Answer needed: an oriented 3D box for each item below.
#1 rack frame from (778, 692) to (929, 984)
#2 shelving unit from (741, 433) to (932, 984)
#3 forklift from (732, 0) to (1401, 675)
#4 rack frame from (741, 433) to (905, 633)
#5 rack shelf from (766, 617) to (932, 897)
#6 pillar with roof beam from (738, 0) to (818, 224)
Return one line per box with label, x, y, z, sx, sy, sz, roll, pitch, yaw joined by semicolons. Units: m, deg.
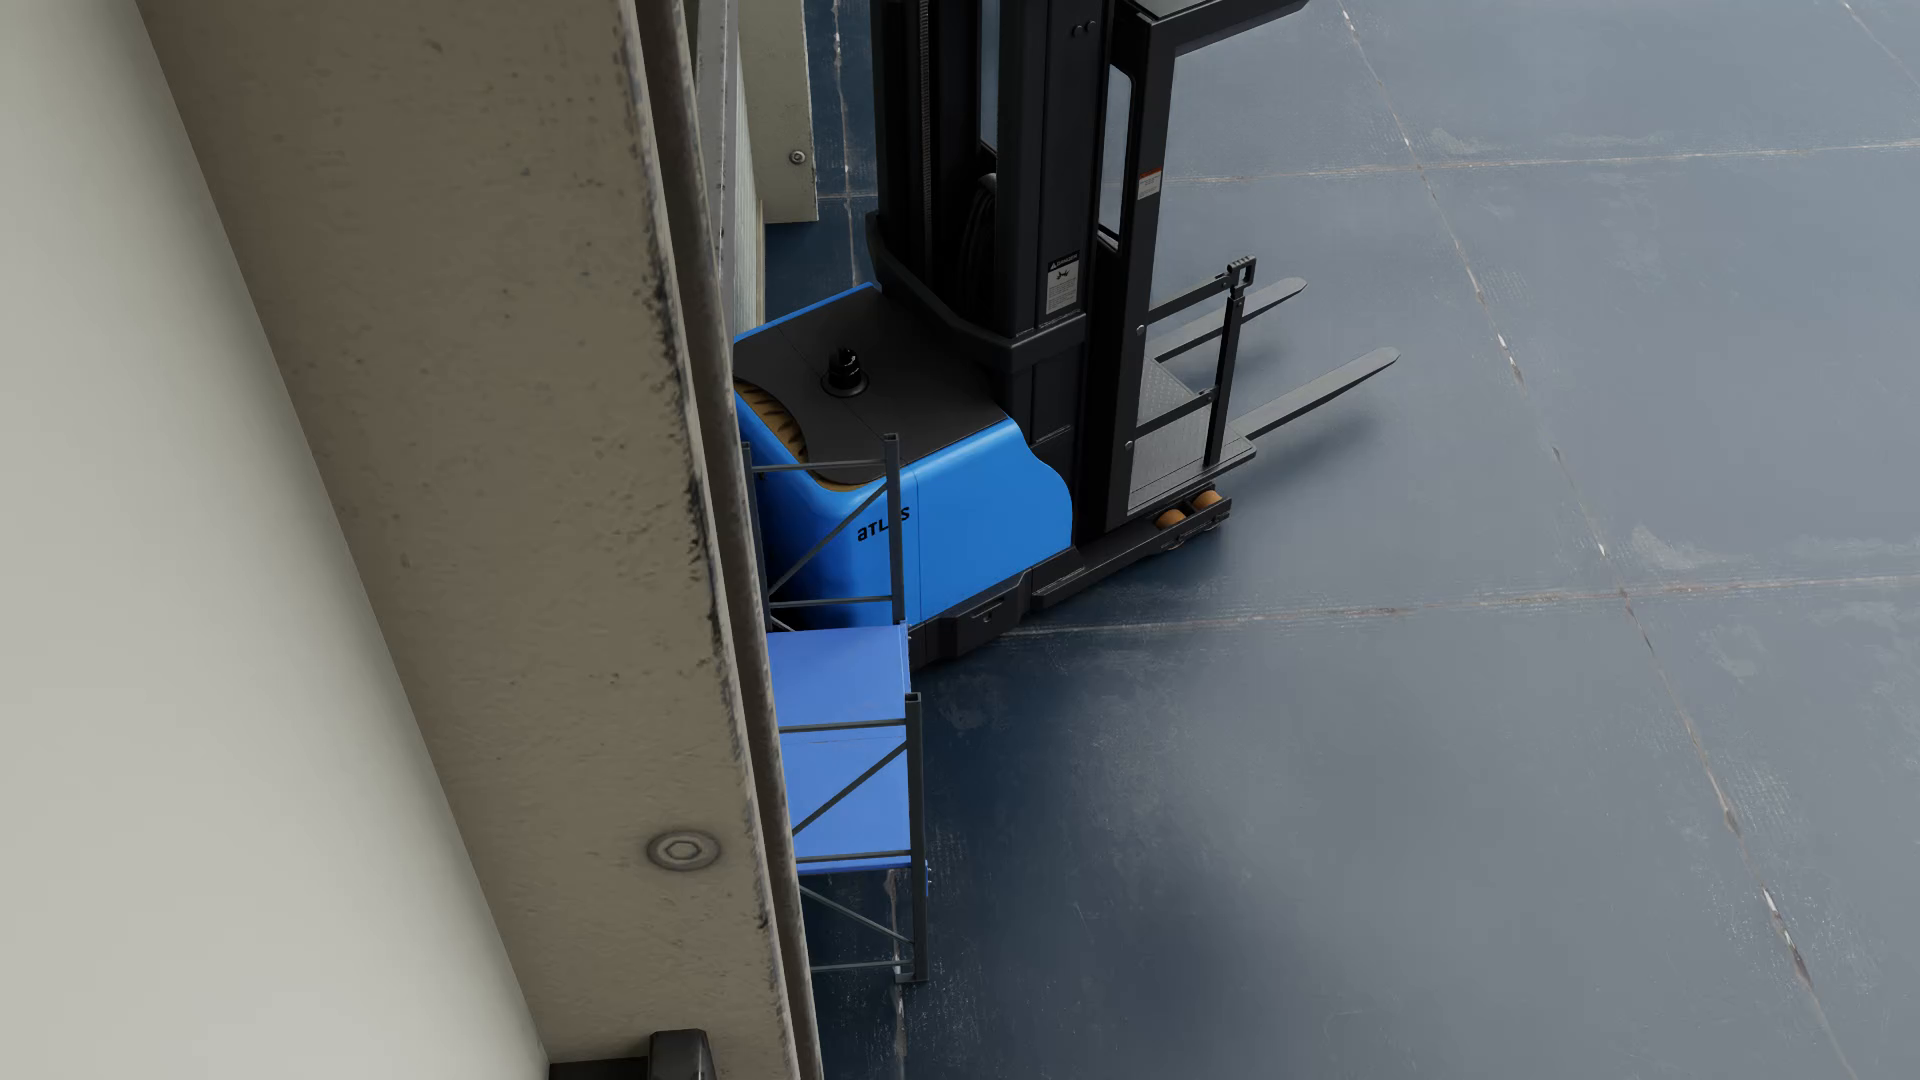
rack frame;-0.354;0.948;4.956;0.500;1.500;0.032;-3;47;-3
shelving unit;-0.396;0.580;5.304;0.538;1.500;1.048;-3;47;-3
forklift;0.515;-1.262;6.063;3.031;2.935;1.130;-26;52;-23
rack frame;-0.439;0.213;5.652;0.500;1.500;0.032;-3;47;-3
rack shelf;-0.396;0.704;5.434;0.538;0.185;1.000;-3;47;-3
pillar with roof beam;3.402;-5.106;5.525;9.100;9.000;0.400;-3;47;-3
